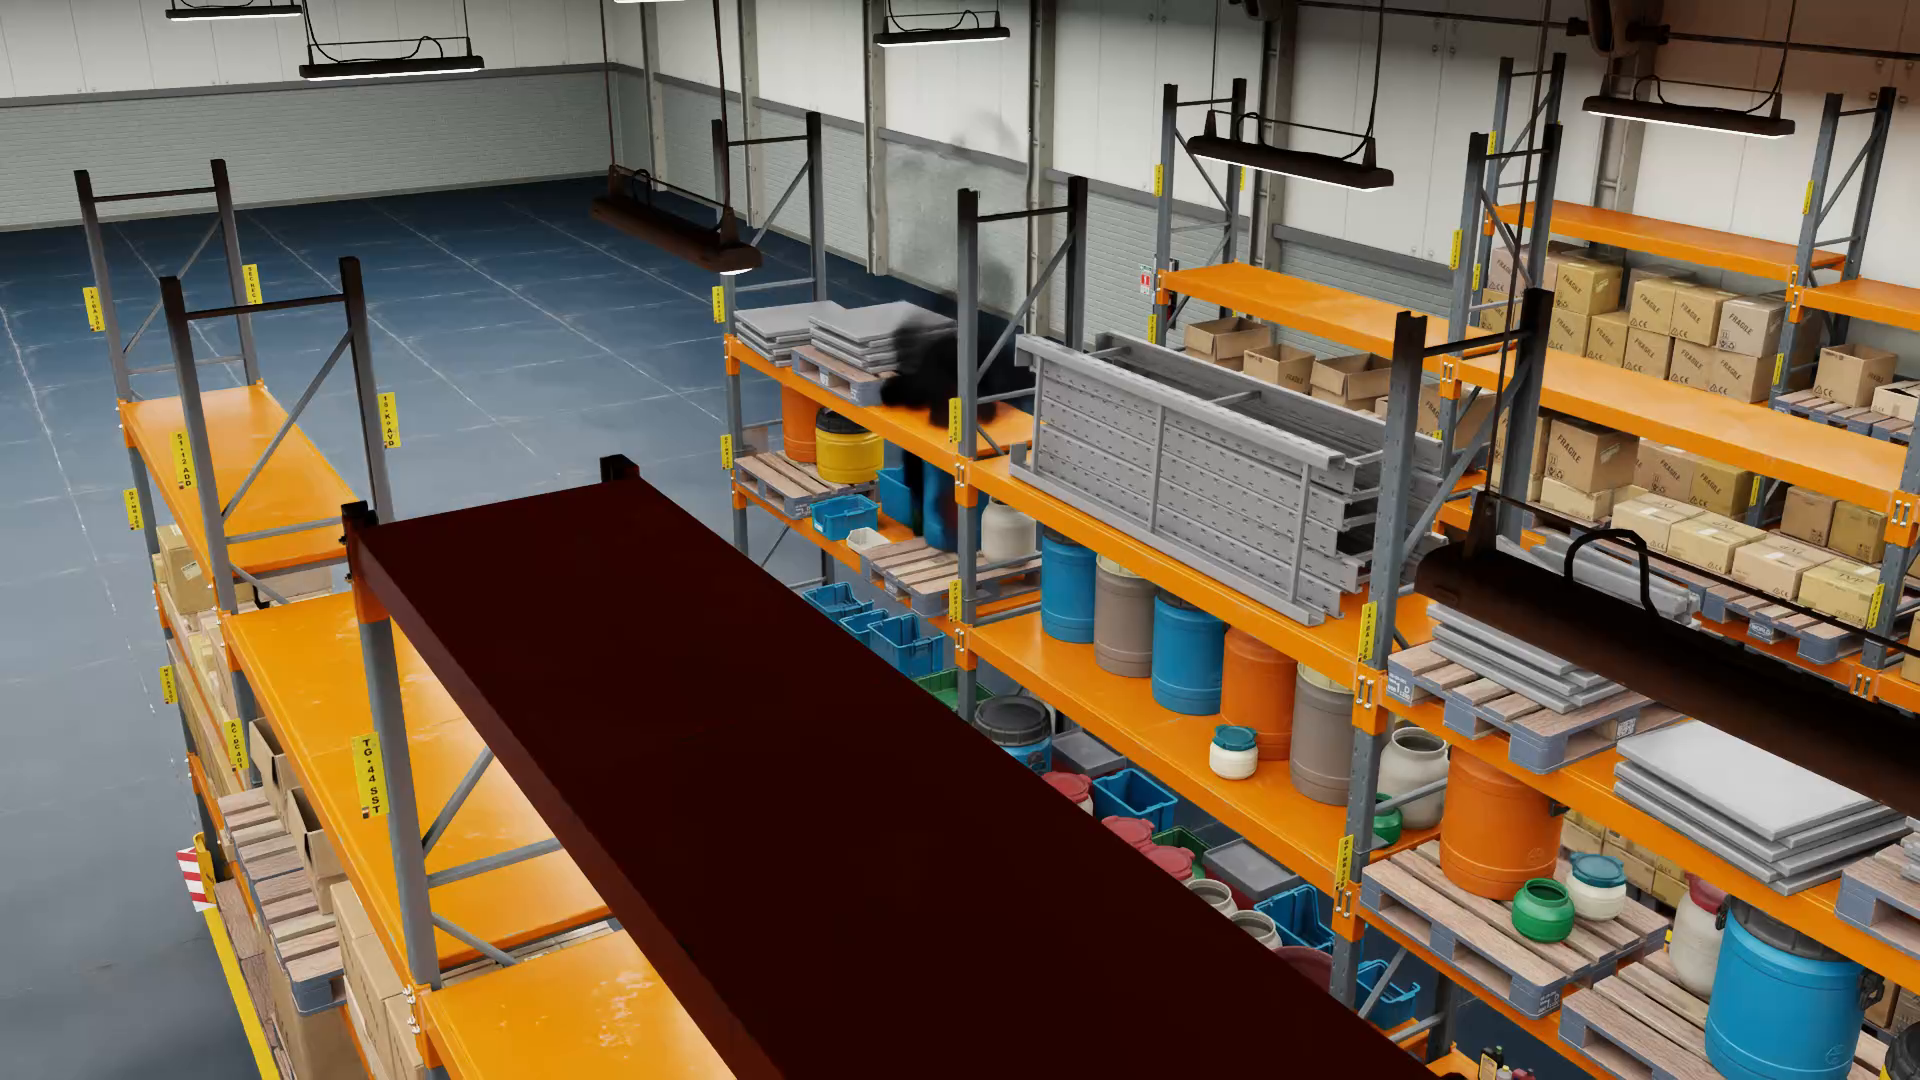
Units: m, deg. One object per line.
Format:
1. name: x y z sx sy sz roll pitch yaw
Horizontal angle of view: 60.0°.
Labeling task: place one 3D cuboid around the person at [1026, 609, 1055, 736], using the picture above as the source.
1. person: 0.788 1.250 16.029 0.559 1.712 0.821 -14 26 -32
